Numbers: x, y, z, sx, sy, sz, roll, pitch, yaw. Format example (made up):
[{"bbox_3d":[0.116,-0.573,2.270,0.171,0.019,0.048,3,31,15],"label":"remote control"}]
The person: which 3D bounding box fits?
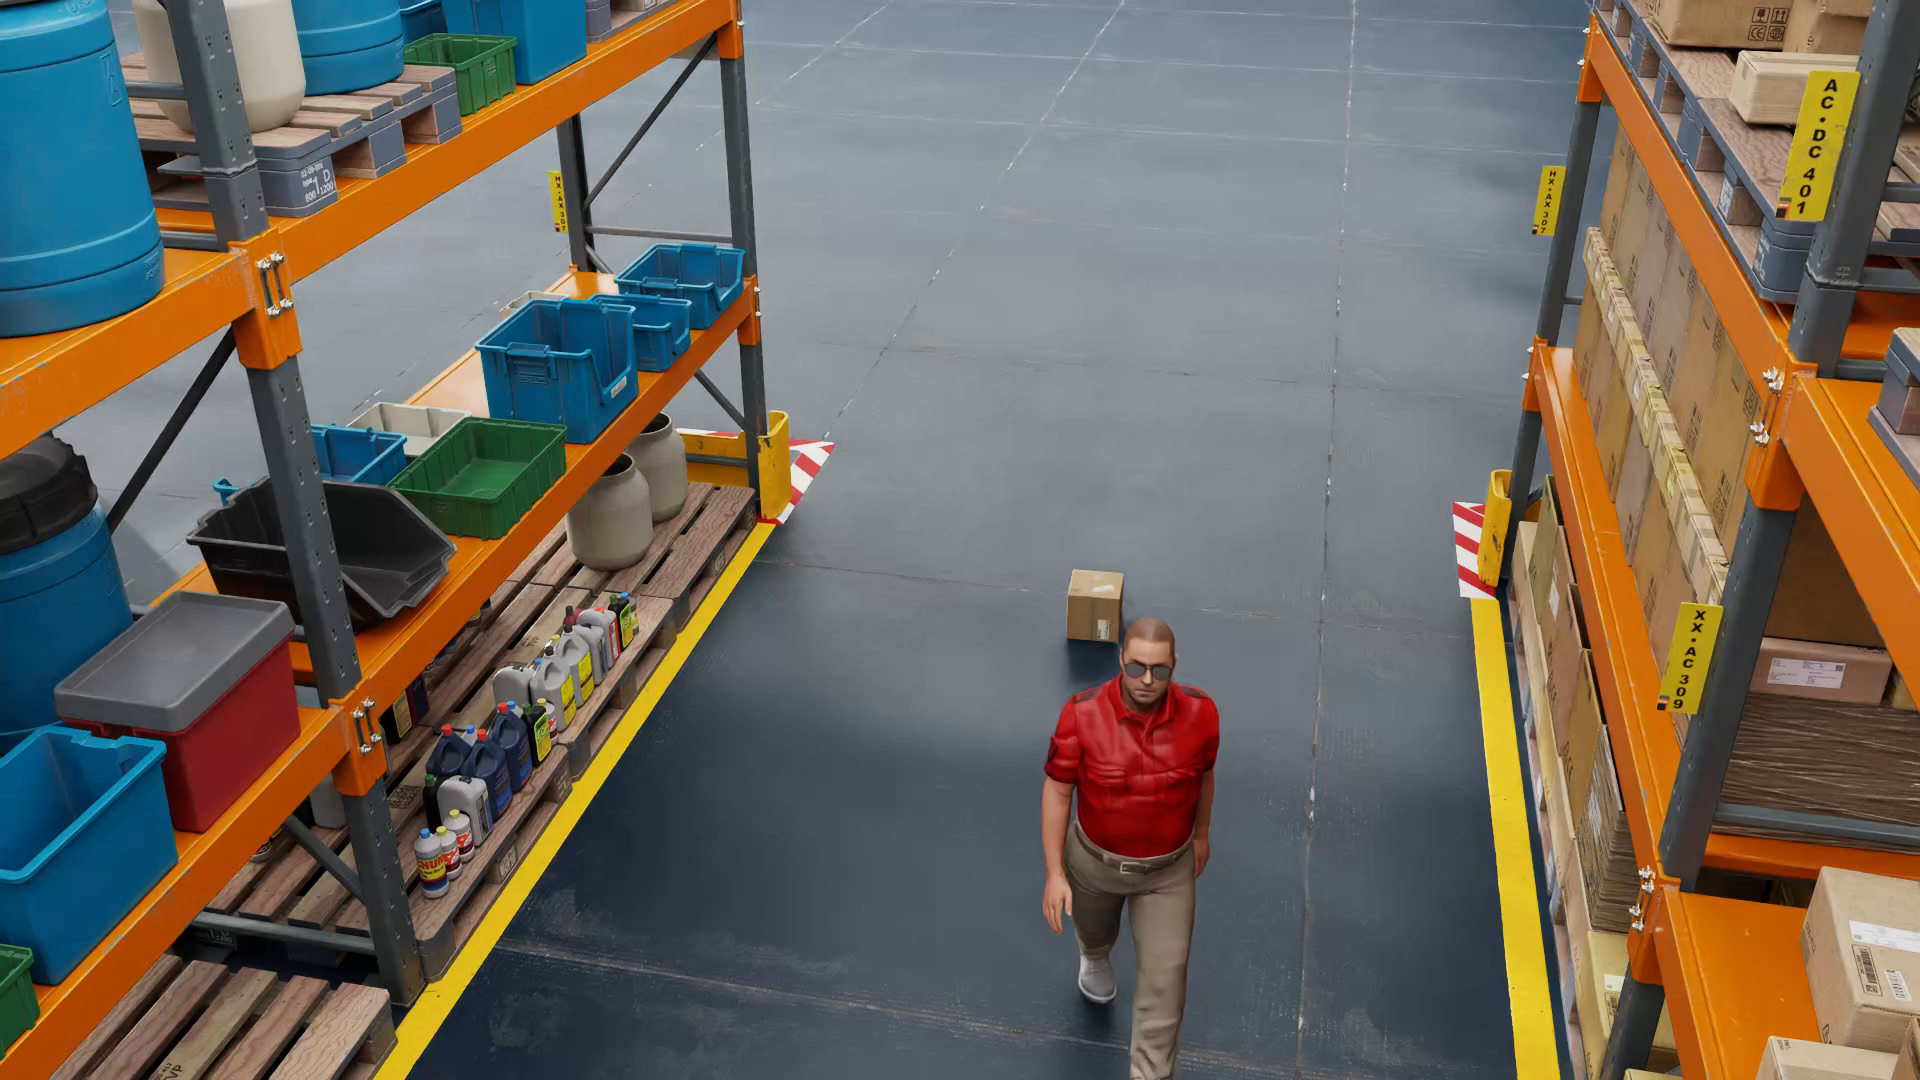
[{"bbox_3d":[0.535,1.025,5.261,0.566,1.669,1.039,1,29,1],"label":"person"}]
